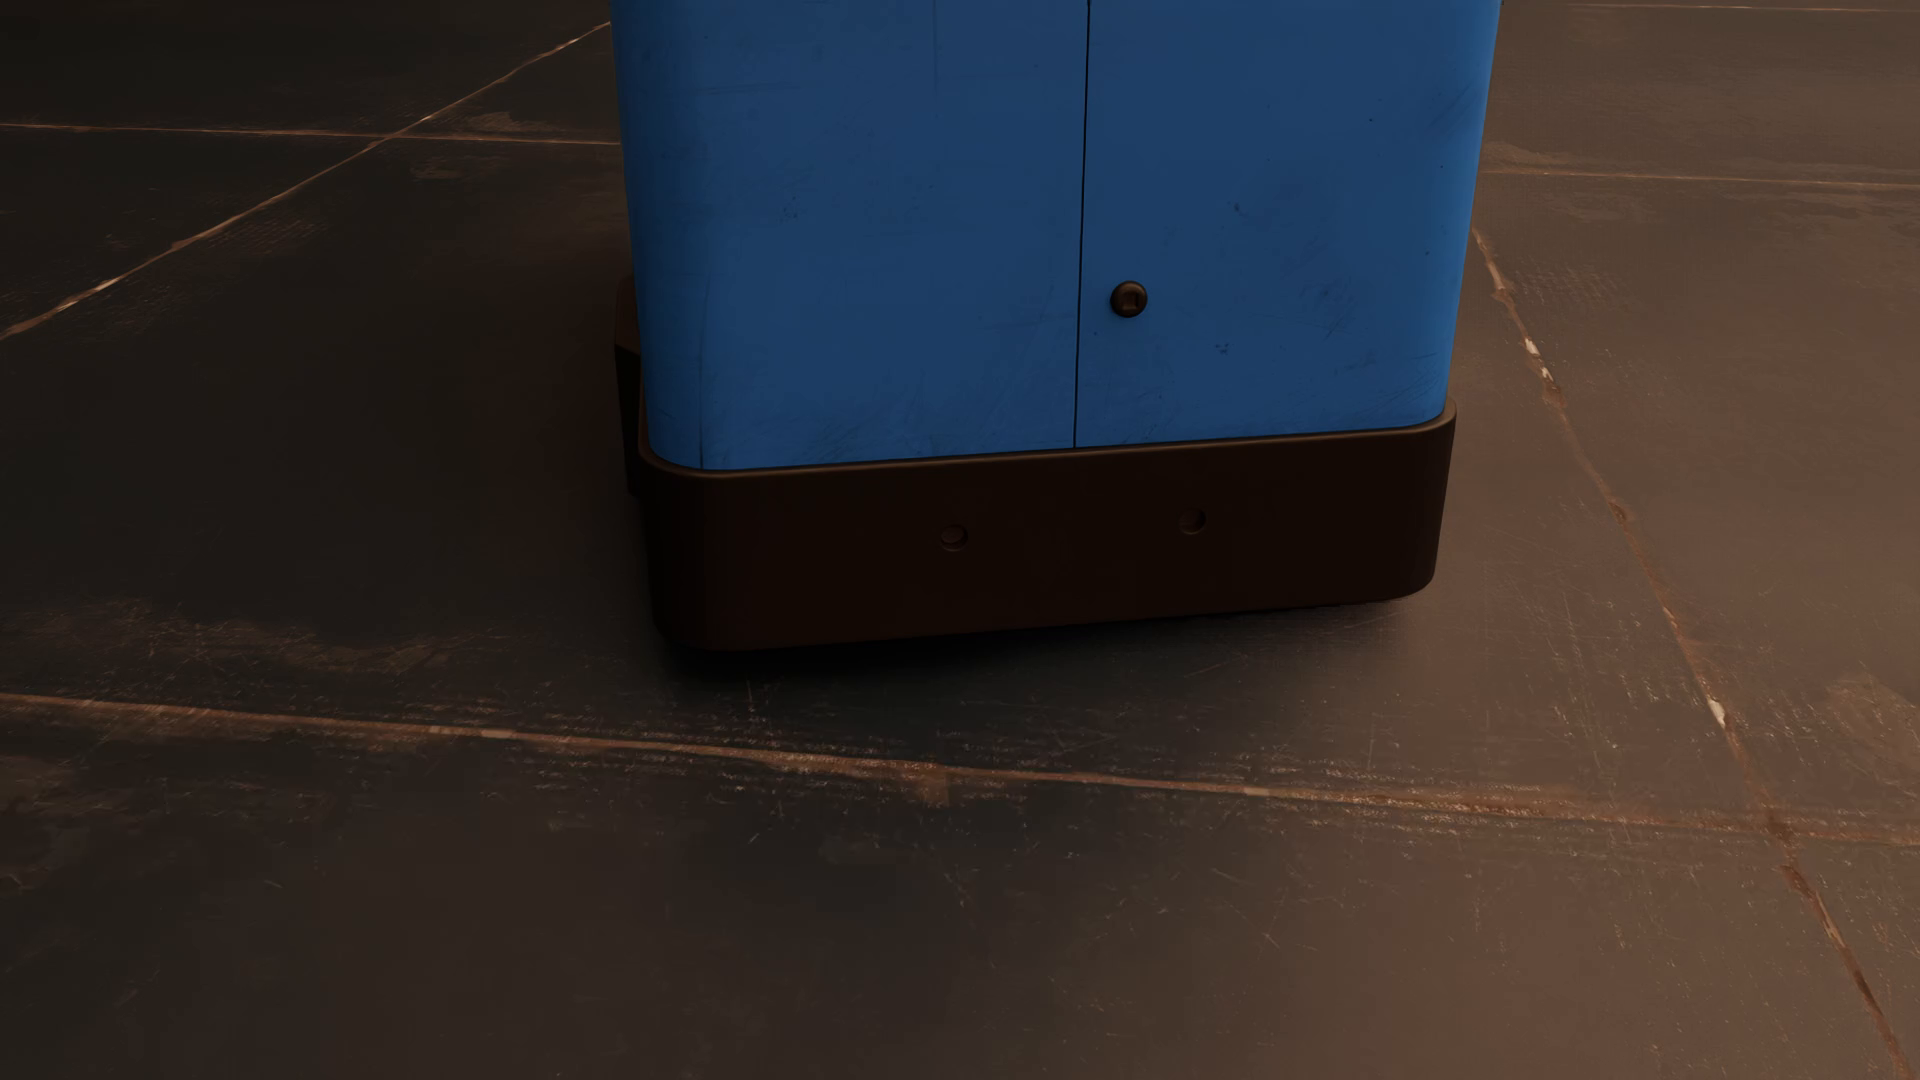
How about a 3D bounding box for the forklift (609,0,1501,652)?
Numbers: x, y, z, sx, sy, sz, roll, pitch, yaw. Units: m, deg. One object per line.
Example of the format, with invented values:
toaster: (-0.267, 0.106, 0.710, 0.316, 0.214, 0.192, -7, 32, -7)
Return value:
forklift: (-0.097, -1.805, 2.836, 1.130, 2.935, 3.031, -4, 27, -8)
